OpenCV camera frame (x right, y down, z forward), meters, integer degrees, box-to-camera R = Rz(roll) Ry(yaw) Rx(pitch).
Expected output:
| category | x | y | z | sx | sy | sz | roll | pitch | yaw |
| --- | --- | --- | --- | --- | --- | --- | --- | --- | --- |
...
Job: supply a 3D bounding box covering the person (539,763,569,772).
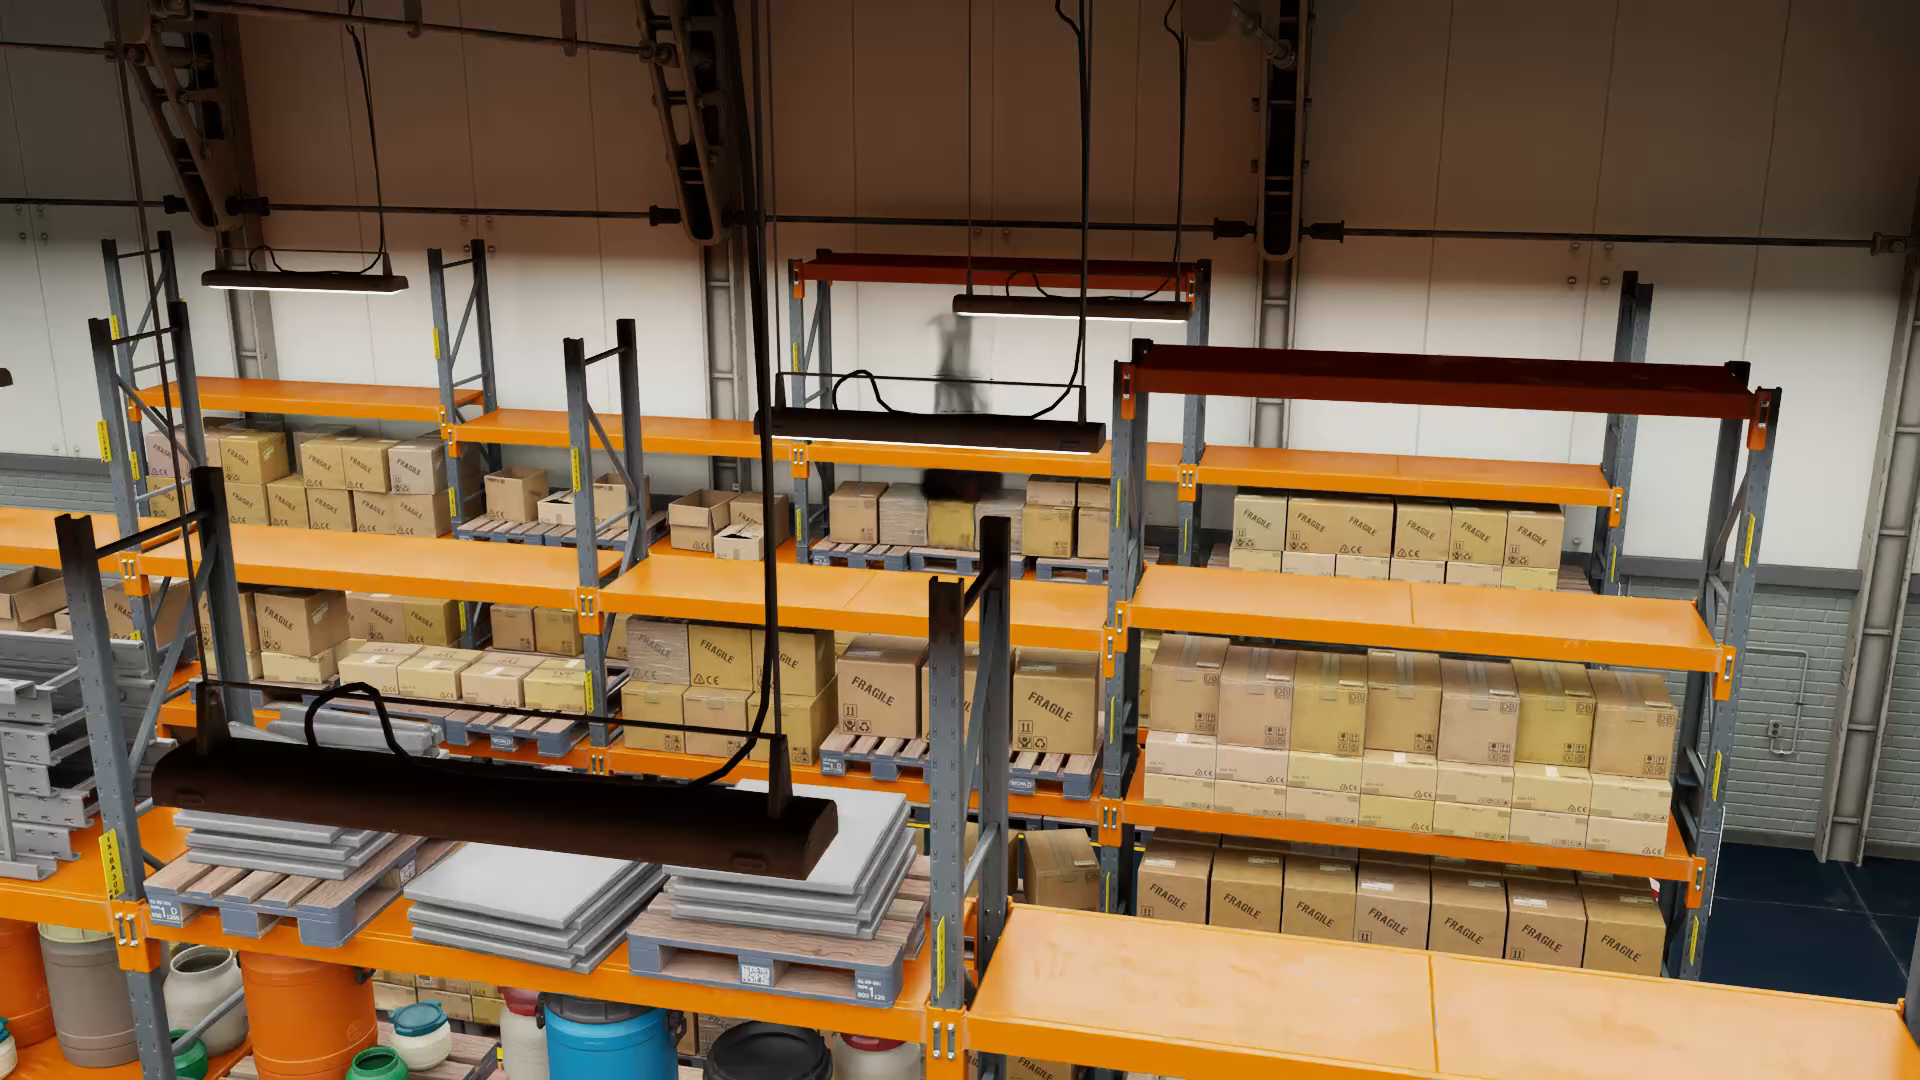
| category | x | y | z | sx | sy | sz | roll | pitch | yaw |
| --- | --- | --- | --- | --- | --- | --- | --- | --- | --- |
| person | -3.836 | 2.702 | 15.945 | 1.037 | 1.797 | 0.683 | 2 | 16 | 7 |
